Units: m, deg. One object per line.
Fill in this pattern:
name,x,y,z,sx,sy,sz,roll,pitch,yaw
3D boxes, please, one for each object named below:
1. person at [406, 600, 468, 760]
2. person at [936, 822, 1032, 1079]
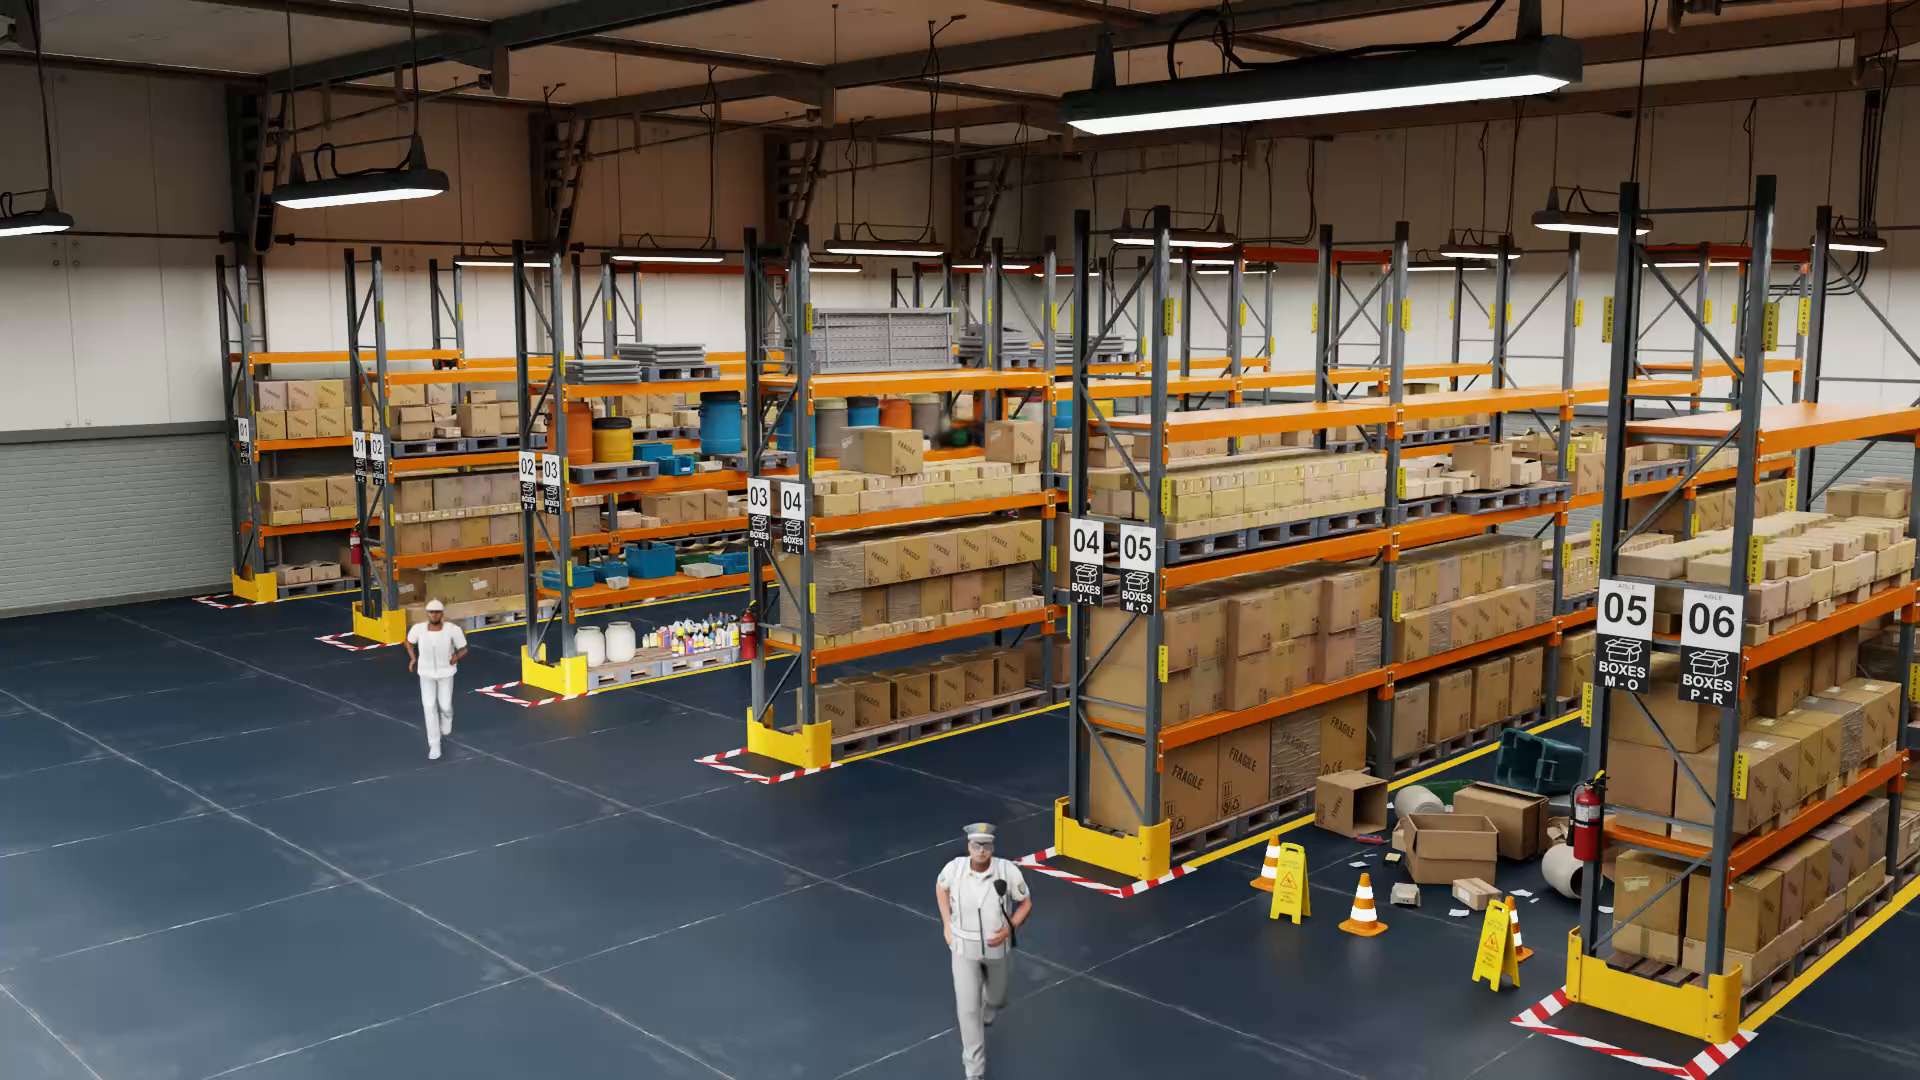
person,-6.063,1.565,19.298,0.700,1.774,0.971,-2,8,-13
person,0.167,2.742,11.169,0.630,1.794,1.120,-1,8,-4
